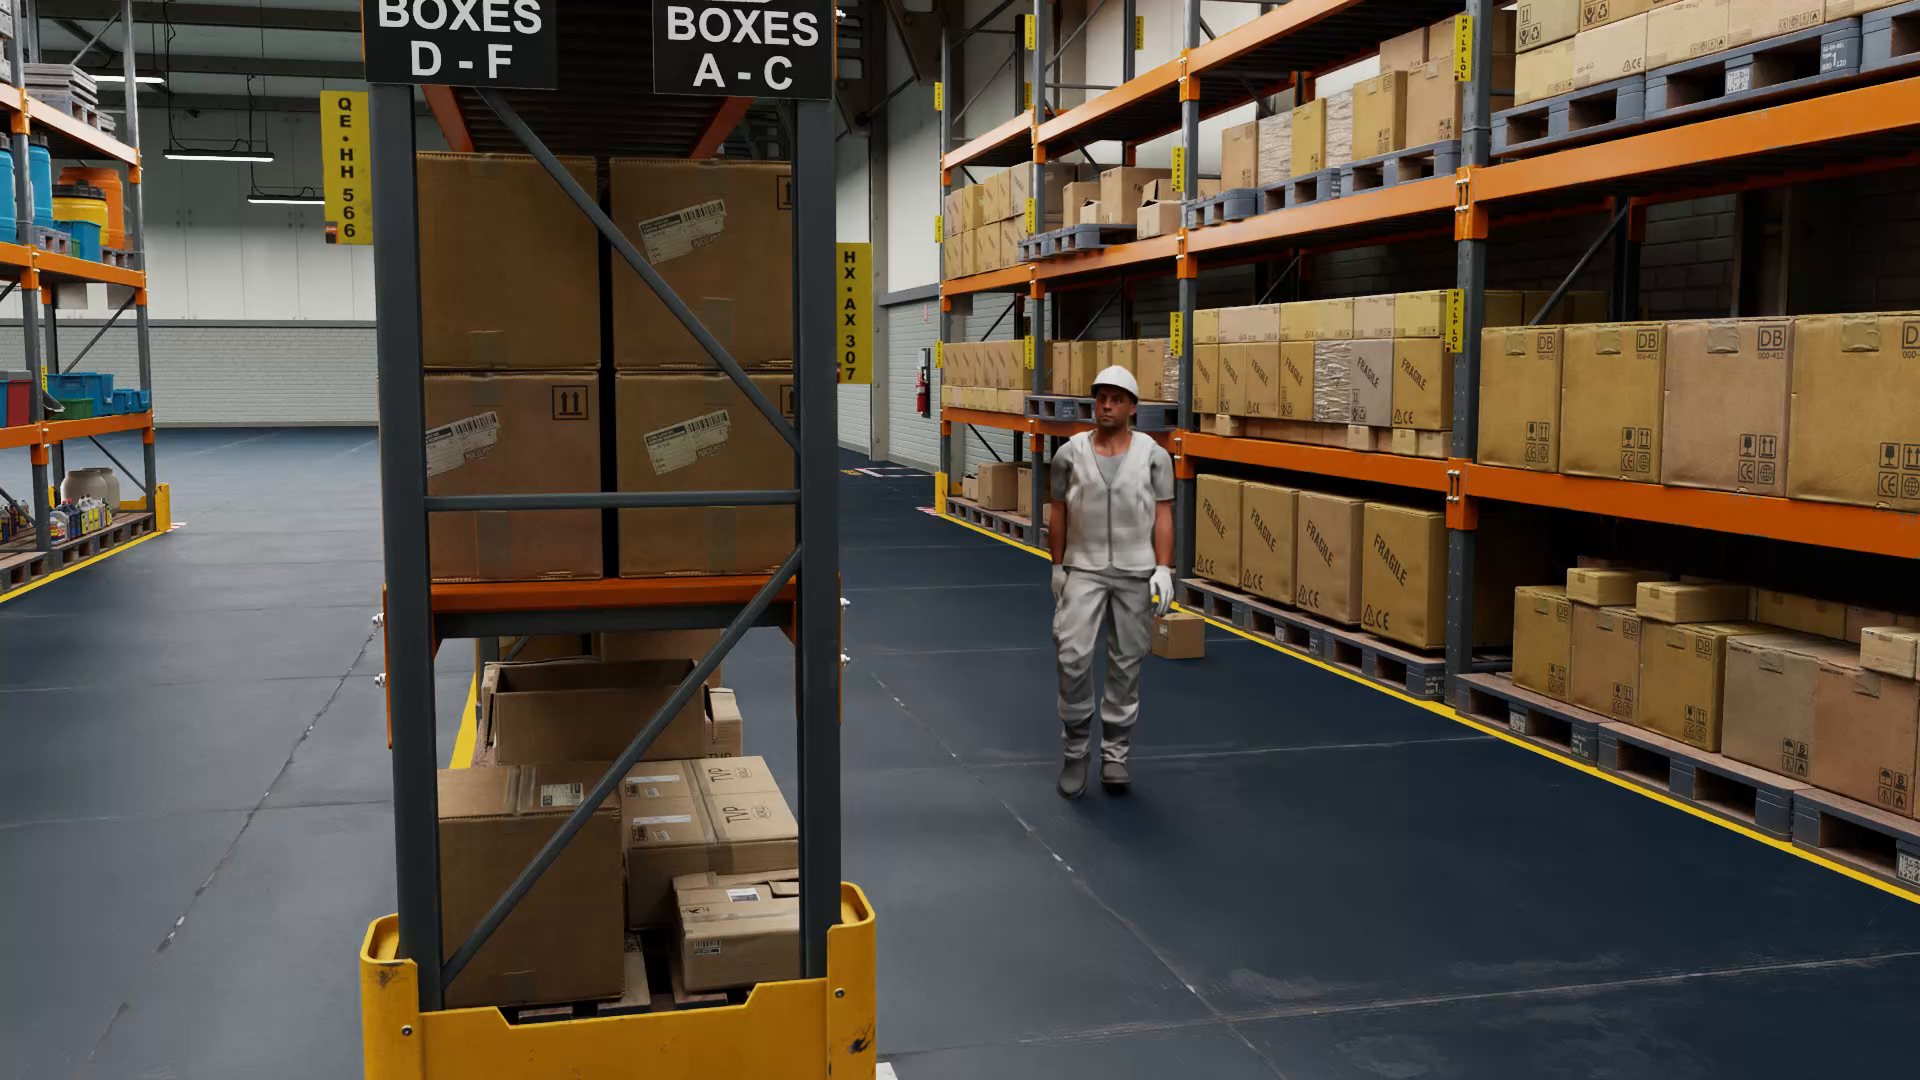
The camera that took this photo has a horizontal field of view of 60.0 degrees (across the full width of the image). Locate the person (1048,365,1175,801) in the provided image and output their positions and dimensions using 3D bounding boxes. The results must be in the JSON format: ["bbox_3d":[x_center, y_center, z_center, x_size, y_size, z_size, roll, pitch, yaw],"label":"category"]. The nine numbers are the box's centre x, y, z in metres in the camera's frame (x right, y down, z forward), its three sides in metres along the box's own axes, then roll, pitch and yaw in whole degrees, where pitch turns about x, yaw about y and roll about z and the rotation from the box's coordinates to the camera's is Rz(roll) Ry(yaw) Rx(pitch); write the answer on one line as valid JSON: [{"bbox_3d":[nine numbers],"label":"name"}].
[{"bbox_3d":[0.633,0.176,6.981,0.530,1.812,0.466,0,6,4],"label":"person"}]
